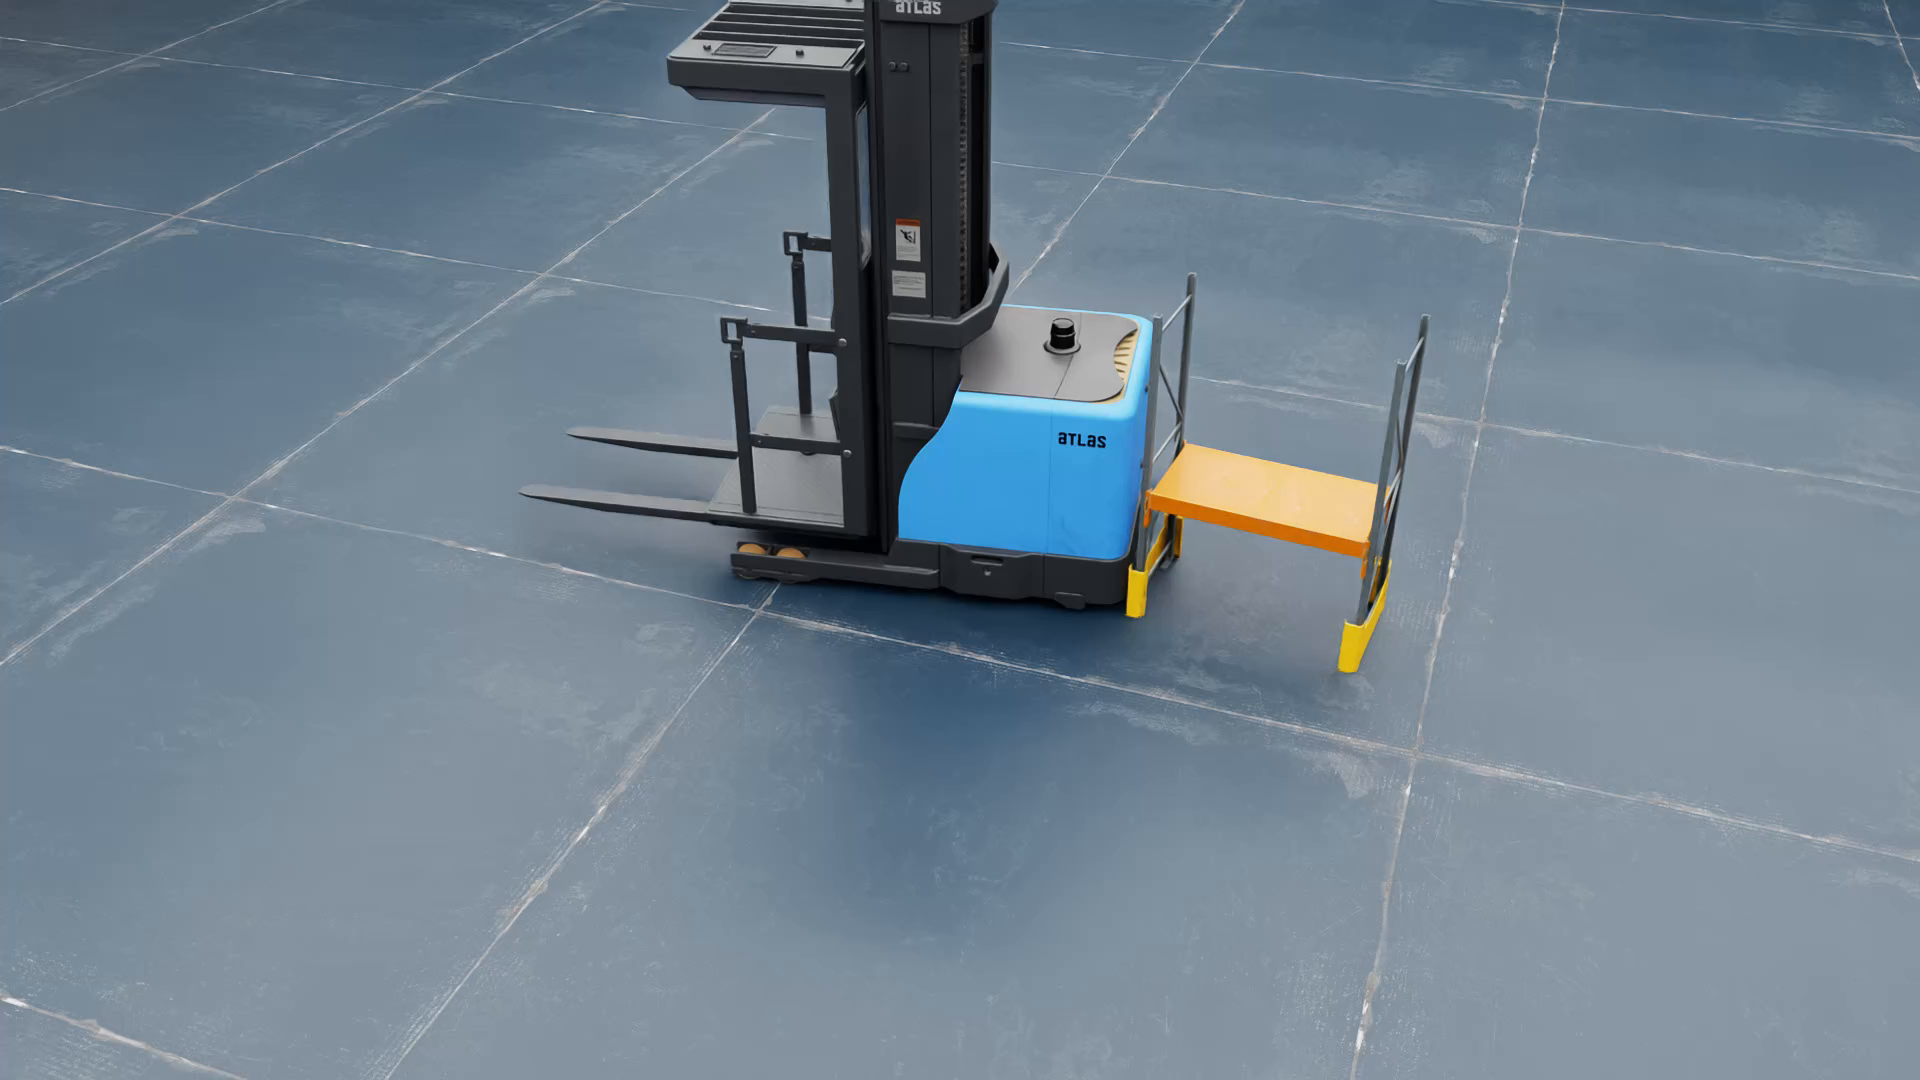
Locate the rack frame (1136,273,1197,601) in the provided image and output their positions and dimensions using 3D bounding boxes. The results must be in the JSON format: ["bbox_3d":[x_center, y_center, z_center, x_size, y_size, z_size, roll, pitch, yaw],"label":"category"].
[{"bbox_3d":[0.922,-0.419,7.517,0.032,1.500,0.500,14,35,21],"label":"rack frame"}]

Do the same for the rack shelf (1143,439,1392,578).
[{"bbox_3d":[1.384,-0.153,7.436,1.000,0.185,0.538,14,35,21],"label":"rack shelf"}]

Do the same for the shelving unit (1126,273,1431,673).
[{"bbox_3d":[1.376,-0.306,7.341,1.083,1.500,0.587,14,35,21],"label":"shelving unit"}]

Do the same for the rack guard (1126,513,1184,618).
[{"bbox_3d":[0.923,0.106,7.855,0.087,0.250,0.587,14,35,21],"label":"rack guard"}]

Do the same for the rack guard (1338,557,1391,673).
[{"bbox_3d":[1.828,0.332,7.505,0.087,0.250,0.587,14,35,21],"label":"rack guard"}]

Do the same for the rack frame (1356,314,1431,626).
[{"bbox_3d":[1.846,-0.189,7.159,0.032,1.500,0.500,14,35,21],"label":"rack frame"}]

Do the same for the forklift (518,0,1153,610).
[{"bbox_3d":[-0.631,-1.298,7.558,3.031,2.935,1.130,6,33,9],"label":"forklift"}]
